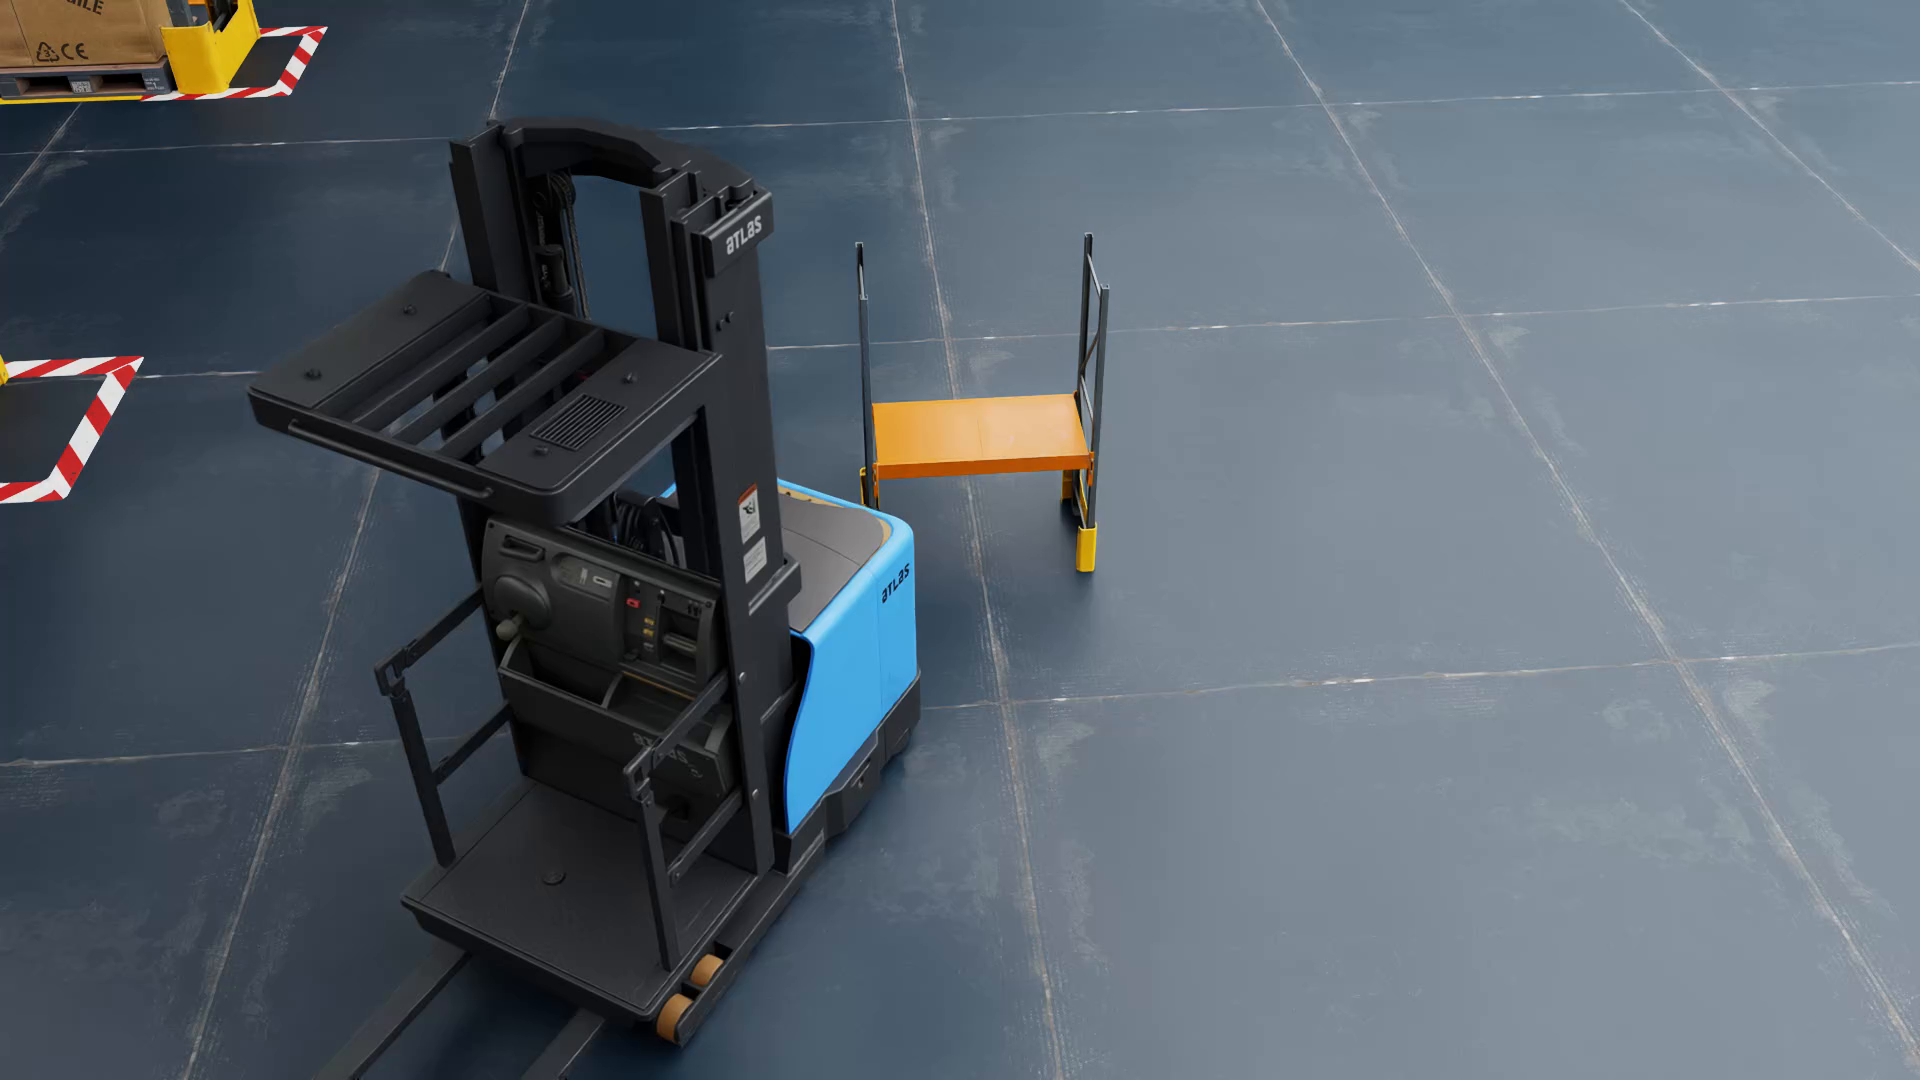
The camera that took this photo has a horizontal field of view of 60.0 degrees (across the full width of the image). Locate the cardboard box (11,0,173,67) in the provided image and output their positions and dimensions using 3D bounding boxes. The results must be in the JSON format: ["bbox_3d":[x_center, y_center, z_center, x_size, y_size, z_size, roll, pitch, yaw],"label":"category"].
[{"bbox_3d":[-6.329,-4.068,12.183,0.875,0.875,0.875,-3,38,-4],"label":"cardboard box"}]

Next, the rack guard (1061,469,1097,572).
[{"bbox_3d":[0.572,-0.130,8.034,0.087,0.250,0.587,-3,38,-4],"label":"rack guard"}]

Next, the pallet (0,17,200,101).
[{"bbox_3d":[-6.449,-3.629,12.501,1.213,0.211,1.003,-3,38,-4],"label":"pallet"}]

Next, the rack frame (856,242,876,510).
[{"bbox_3d":[-0.421,-0.566,7.578,0.032,1.500,0.500,-3,38,-4],"label":"rack frame"}]

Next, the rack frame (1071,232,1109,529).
[{"bbox_3d":[0.591,-0.621,7.649,0.032,1.500,0.500,-3,38,-4],"label":"rack frame"}]

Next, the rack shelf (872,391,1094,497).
[{"bbox_3d":[0.085,-0.452,7.725,1.000,0.185,0.538,-3,38,-4],"label":"rack shelf"}]

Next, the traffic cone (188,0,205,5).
[{"bbox_3d":[-6.314,-4.667,13.613,0.334,0.463,0.336,-3,38,-4],"label":"traffic cone"}]

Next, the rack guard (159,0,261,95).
[{"bbox_3d":[-5.635,-3.836,12.530,0.348,0.500,1.175,-3,38,-4],"label":"rack guard"}]

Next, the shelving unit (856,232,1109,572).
[{"bbox_3d":[0.076,-0.593,7.613,1.083,1.500,0.587,-3,38,-4],"label":"shelving unit"}]

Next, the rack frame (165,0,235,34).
[{"bbox_3d":[-5.659,-4.816,11.754,0.127,3.000,1.000,-3,38,-4],"label":"rack frame"}]

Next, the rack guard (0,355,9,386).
[{"bbox_3d":[-5.396,-0.764,8.637,0.348,0.500,1.175,-3,38,-4],"label":"rack guard"}]

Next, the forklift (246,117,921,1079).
[{"bbox_3d":[-1.295,0.291,5.337,1.130,2.935,3.031,18,42,21],"label":"forklift"}]

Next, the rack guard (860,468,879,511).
[{"bbox_3d":[-0.420,-0.075,7.965,0.087,0.250,0.587,-3,38,-4],"label":"rack guard"}]

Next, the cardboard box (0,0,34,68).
[{"bbox_3d":[-7.205,-4.019,12.120,0.875,0.875,0.875,-4,38,-5],"label":"cardboard box"}]
